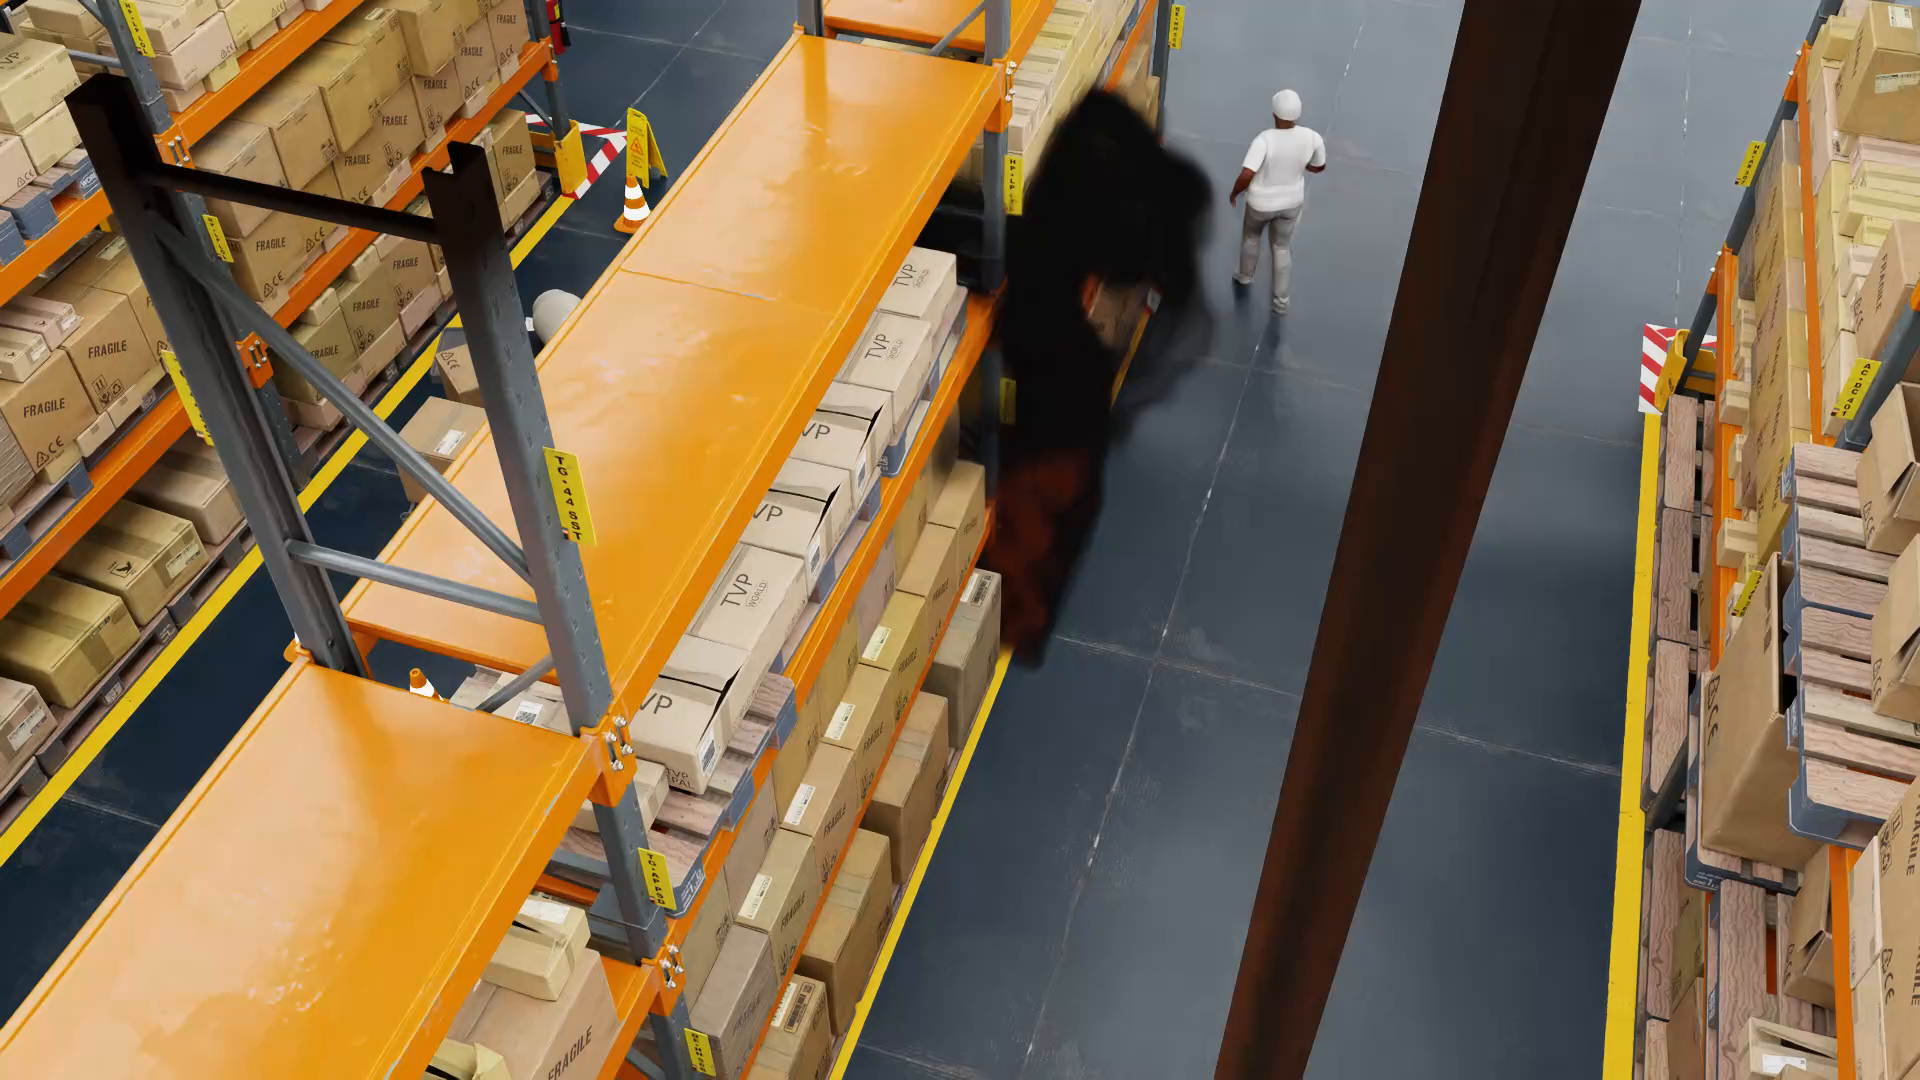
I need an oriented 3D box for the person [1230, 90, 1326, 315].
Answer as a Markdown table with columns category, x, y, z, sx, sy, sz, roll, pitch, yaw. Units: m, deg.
| category | x | y | z | sx | sy | sz | roll | pitch | yaw |
| --- | --- | --- | --- | --- | --- | --- | --- | --- | --- |
| person | 2.322 | -2.486 | 12.324 | 0.719 | 1.813 | 0.834 | -4 | 46 | -4 |
